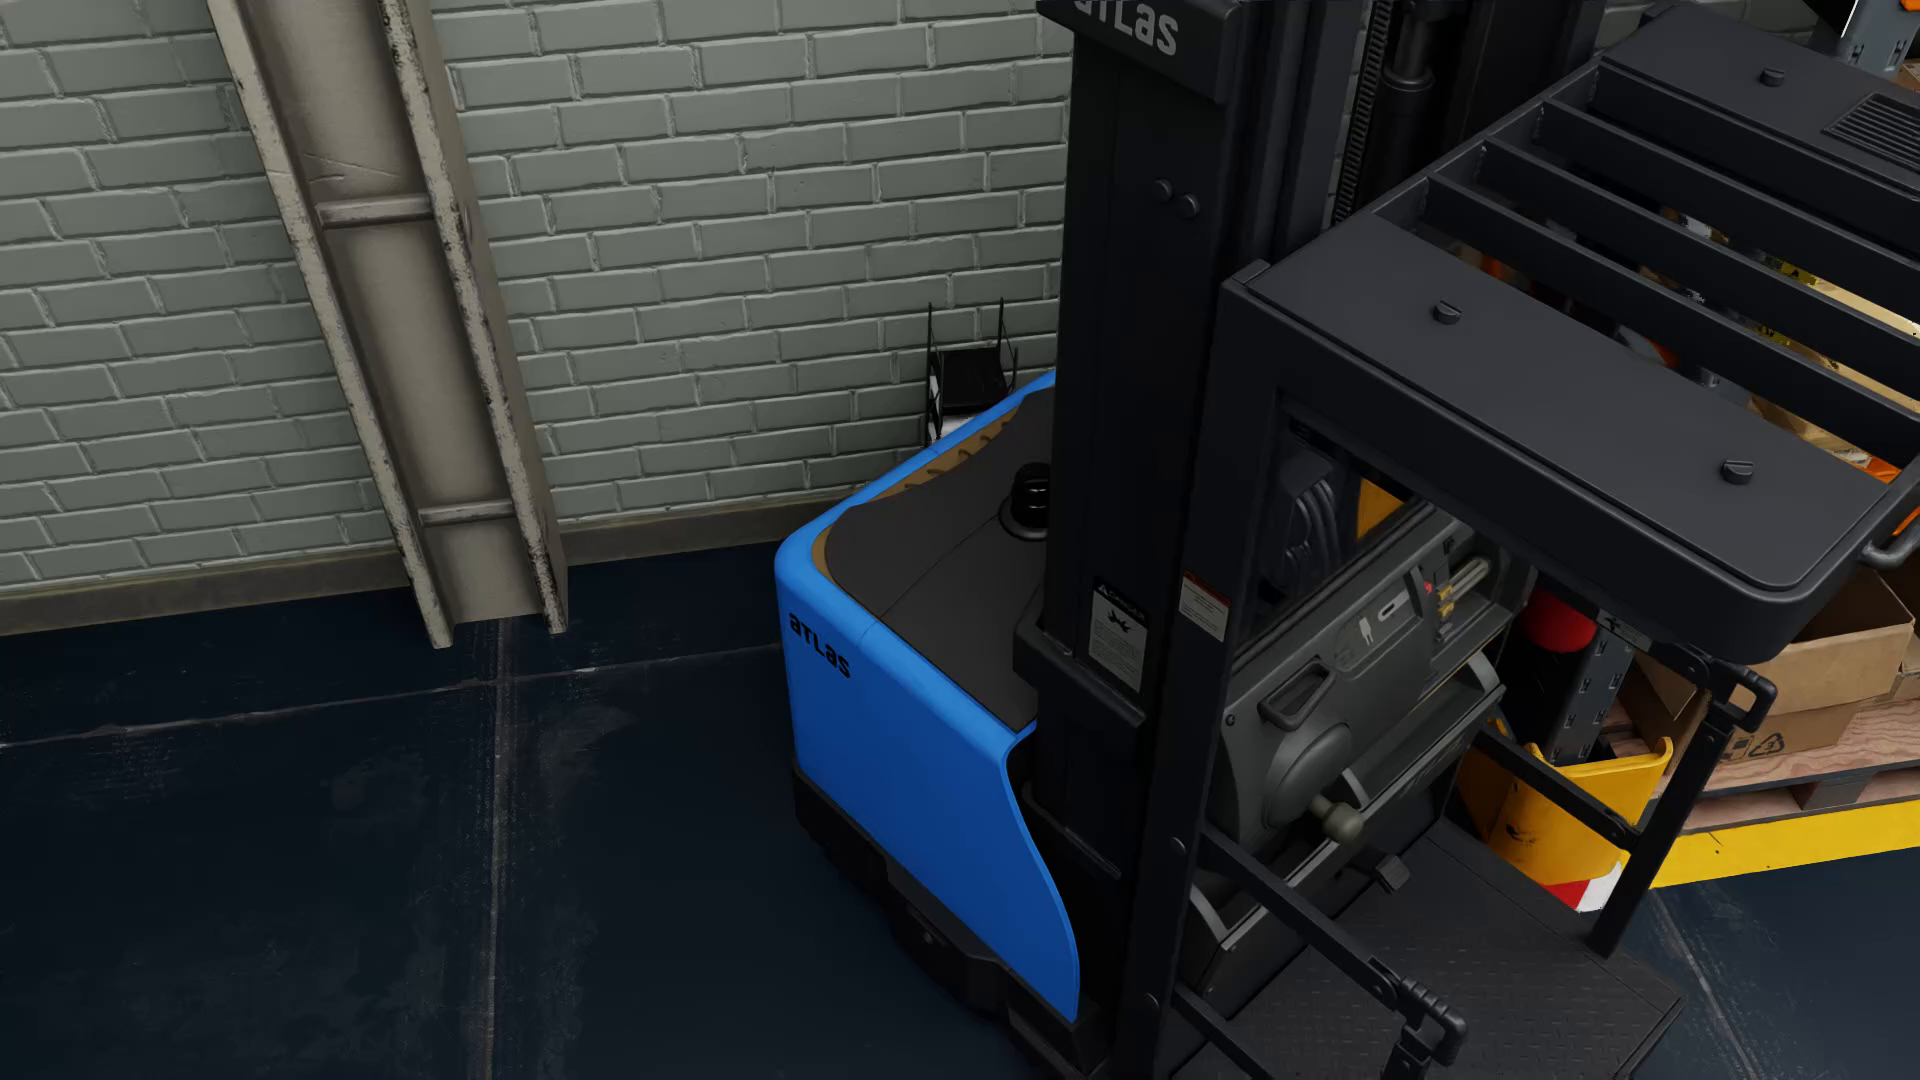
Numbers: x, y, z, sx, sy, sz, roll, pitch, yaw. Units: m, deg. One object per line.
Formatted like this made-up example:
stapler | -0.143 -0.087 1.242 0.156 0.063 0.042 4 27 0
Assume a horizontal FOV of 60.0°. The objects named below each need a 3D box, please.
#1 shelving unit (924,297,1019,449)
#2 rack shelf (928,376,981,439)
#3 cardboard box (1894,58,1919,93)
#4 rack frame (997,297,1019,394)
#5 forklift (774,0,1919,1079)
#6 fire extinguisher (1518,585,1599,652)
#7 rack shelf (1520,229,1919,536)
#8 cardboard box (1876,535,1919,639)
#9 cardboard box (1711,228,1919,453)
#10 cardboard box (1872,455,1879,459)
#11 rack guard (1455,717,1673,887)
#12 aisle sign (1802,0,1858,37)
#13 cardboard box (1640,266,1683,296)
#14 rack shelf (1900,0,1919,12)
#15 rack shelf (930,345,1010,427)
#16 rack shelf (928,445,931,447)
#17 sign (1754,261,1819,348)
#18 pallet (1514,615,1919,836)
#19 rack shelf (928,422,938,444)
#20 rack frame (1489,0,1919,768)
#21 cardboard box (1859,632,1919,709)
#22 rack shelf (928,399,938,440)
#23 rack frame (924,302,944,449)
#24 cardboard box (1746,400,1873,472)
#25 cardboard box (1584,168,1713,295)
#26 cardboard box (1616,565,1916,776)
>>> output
shelving unit | 0.019 -0.273 4.883 0.210 0.900 0.258 -5 46 -8
rack shelf | 0.024 -0.376 4.778 0.200 0.077 0.258 -5 46 -8
cardboard box | 2.329 -0.901 3.933 0.500 0.250 0.500 -7 46 -7
rack frame | 0.119 -0.283 4.897 0.006 0.900 0.240 -5 46 -8
forklift | 0.935 0.280 2.945 1.130 2.935 3.031 -34 55 -28
fire extinguisher | 1.346 -0.040 3.519 0.183 0.674 0.296 -7 46 -7
rack shelf | 3.383 -0.539 4.186 4.000 0.370 1.077 -7 46 -7
cardboard box | 2.880 0.094 4.521 0.500 0.500 0.700 -5 46 -5
cardboard box | 1.905 -0.458 3.506 0.500 0.250 0.500 -7 46 -7
cardboard box | 2.026 -0.365 3.693 0.250 0.149 0.380 -6 46 -6
rack guard | 1.487 0.315 4.599 0.348 0.500 1.175 -7 46 -7
aisle sign | 1.395 -1.228 2.545 0.004 0.787 0.394 -7 46 -7
cardboard box | 1.693 -0.687 4.003 0.250 0.149 0.380 -8 47 -7
rack shelf | 3.383 -1.579 3.105 4.000 0.370 1.077 -7 46 -7
rack shelf | 0.028 -0.438 4.714 0.200 0.077 0.258 -5 46 -8
rack shelf | 0.014 -0.187 4.971 0.200 0.077 0.258 -5 46 -8
sign | 1.505 -0.458 3.007 0.005 0.325 0.100 -7 46 -7
pallet | 2.273 0.317 4.798 1.213 0.211 1.003 -7 46 -7
rack shelf | 0.018 -0.250 4.907 0.200 0.077 0.258 -5 46 -8
rack frame | 1.412 -0.543 3.690 0.127 3.000 1.000 -7 46 -7
cardboard box | 2.457 0.268 4.597 0.250 0.149 0.380 -9 47 -8
rack shelf | 0.021 -0.313 4.843 0.200 0.077 0.258 -5 46 -8
rack frame | -0.081 -0.264 4.869 0.006 0.900 0.240 -5 46 -8
cardboard box | 1.783 -0.301 3.632 0.250 0.149 0.380 -7 47 -7
cardboard box | 1.820 -0.839 3.873 0.500 0.250 0.500 -6 46 -6
cardboard box | 2.031 0.170 4.445 0.637 0.503 0.797 -9 47 -8
